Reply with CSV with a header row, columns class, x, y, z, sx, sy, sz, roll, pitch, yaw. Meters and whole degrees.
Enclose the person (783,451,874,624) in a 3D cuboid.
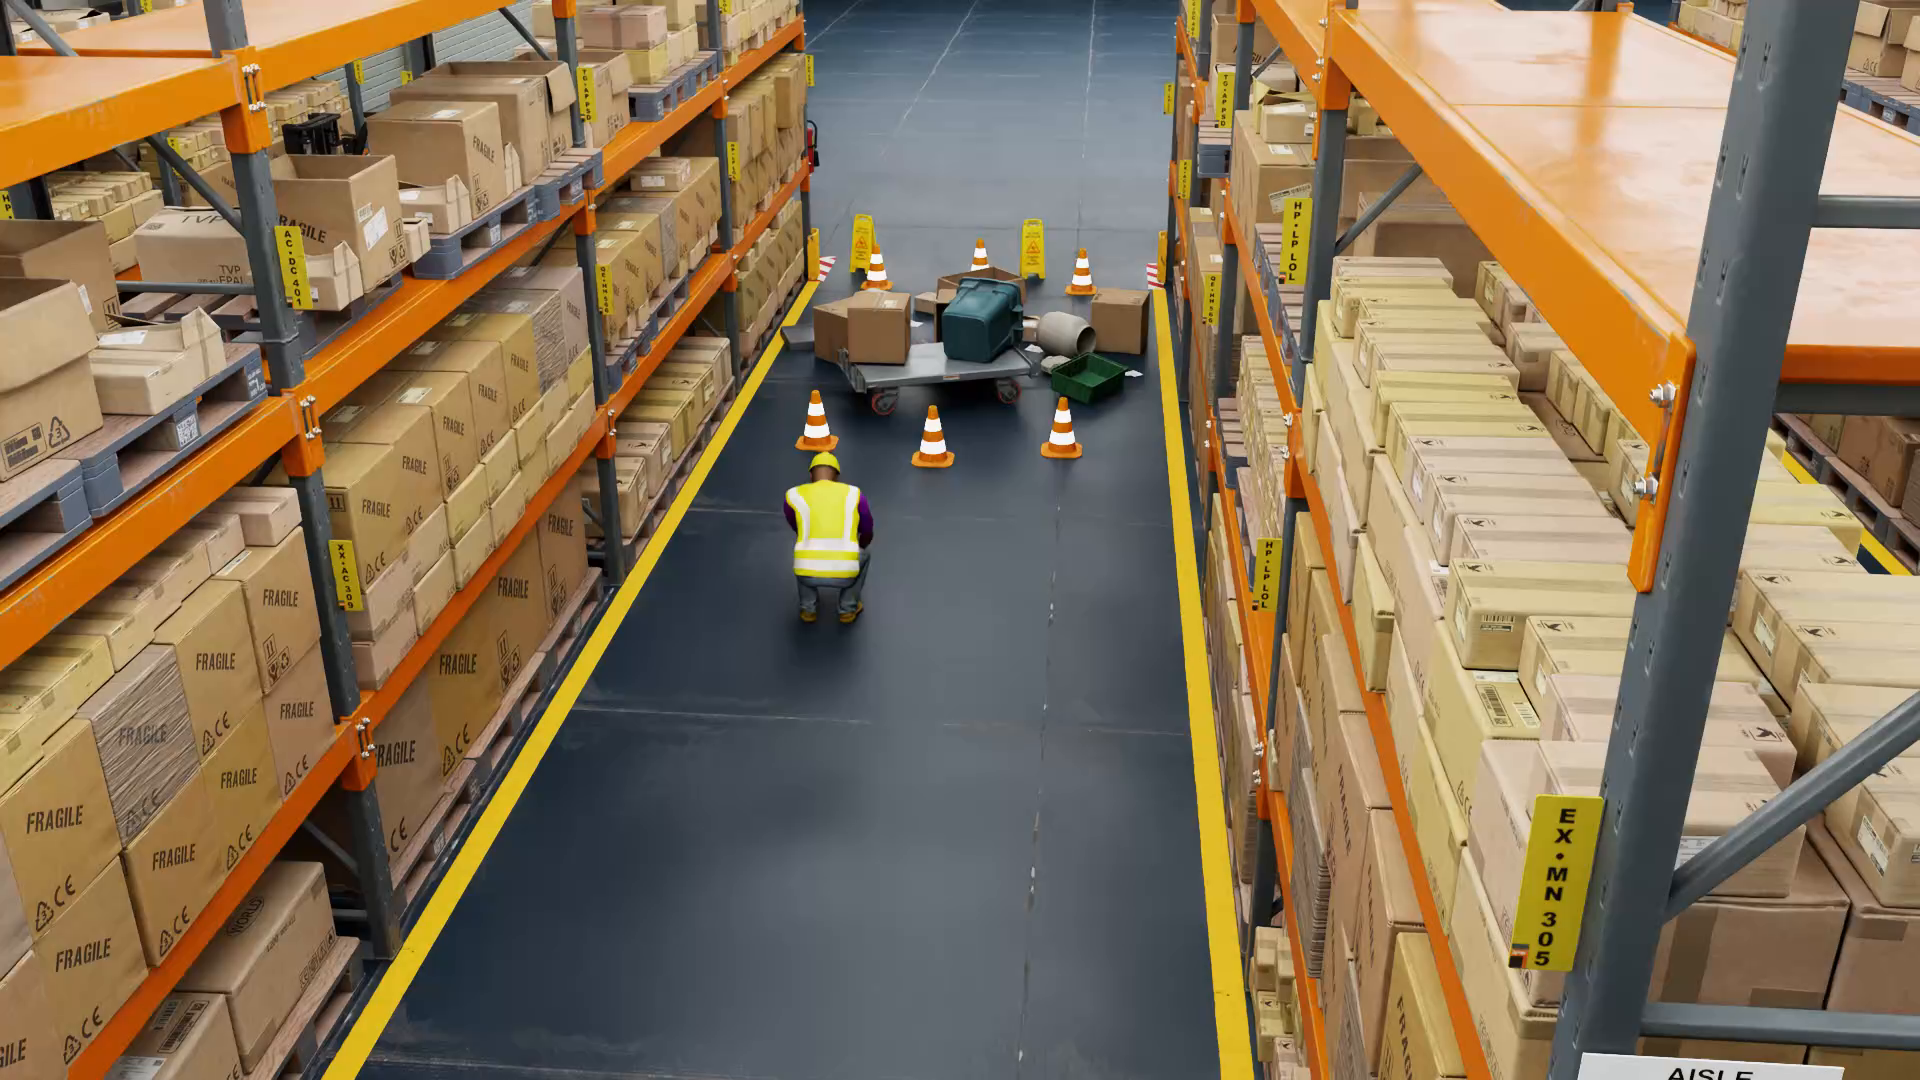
class,x,y,z,sx,sy,sz,roll,pitch,yaw
person,-0.876,-0.022,10.974,0.584,0.996,0.889,2,24,4
